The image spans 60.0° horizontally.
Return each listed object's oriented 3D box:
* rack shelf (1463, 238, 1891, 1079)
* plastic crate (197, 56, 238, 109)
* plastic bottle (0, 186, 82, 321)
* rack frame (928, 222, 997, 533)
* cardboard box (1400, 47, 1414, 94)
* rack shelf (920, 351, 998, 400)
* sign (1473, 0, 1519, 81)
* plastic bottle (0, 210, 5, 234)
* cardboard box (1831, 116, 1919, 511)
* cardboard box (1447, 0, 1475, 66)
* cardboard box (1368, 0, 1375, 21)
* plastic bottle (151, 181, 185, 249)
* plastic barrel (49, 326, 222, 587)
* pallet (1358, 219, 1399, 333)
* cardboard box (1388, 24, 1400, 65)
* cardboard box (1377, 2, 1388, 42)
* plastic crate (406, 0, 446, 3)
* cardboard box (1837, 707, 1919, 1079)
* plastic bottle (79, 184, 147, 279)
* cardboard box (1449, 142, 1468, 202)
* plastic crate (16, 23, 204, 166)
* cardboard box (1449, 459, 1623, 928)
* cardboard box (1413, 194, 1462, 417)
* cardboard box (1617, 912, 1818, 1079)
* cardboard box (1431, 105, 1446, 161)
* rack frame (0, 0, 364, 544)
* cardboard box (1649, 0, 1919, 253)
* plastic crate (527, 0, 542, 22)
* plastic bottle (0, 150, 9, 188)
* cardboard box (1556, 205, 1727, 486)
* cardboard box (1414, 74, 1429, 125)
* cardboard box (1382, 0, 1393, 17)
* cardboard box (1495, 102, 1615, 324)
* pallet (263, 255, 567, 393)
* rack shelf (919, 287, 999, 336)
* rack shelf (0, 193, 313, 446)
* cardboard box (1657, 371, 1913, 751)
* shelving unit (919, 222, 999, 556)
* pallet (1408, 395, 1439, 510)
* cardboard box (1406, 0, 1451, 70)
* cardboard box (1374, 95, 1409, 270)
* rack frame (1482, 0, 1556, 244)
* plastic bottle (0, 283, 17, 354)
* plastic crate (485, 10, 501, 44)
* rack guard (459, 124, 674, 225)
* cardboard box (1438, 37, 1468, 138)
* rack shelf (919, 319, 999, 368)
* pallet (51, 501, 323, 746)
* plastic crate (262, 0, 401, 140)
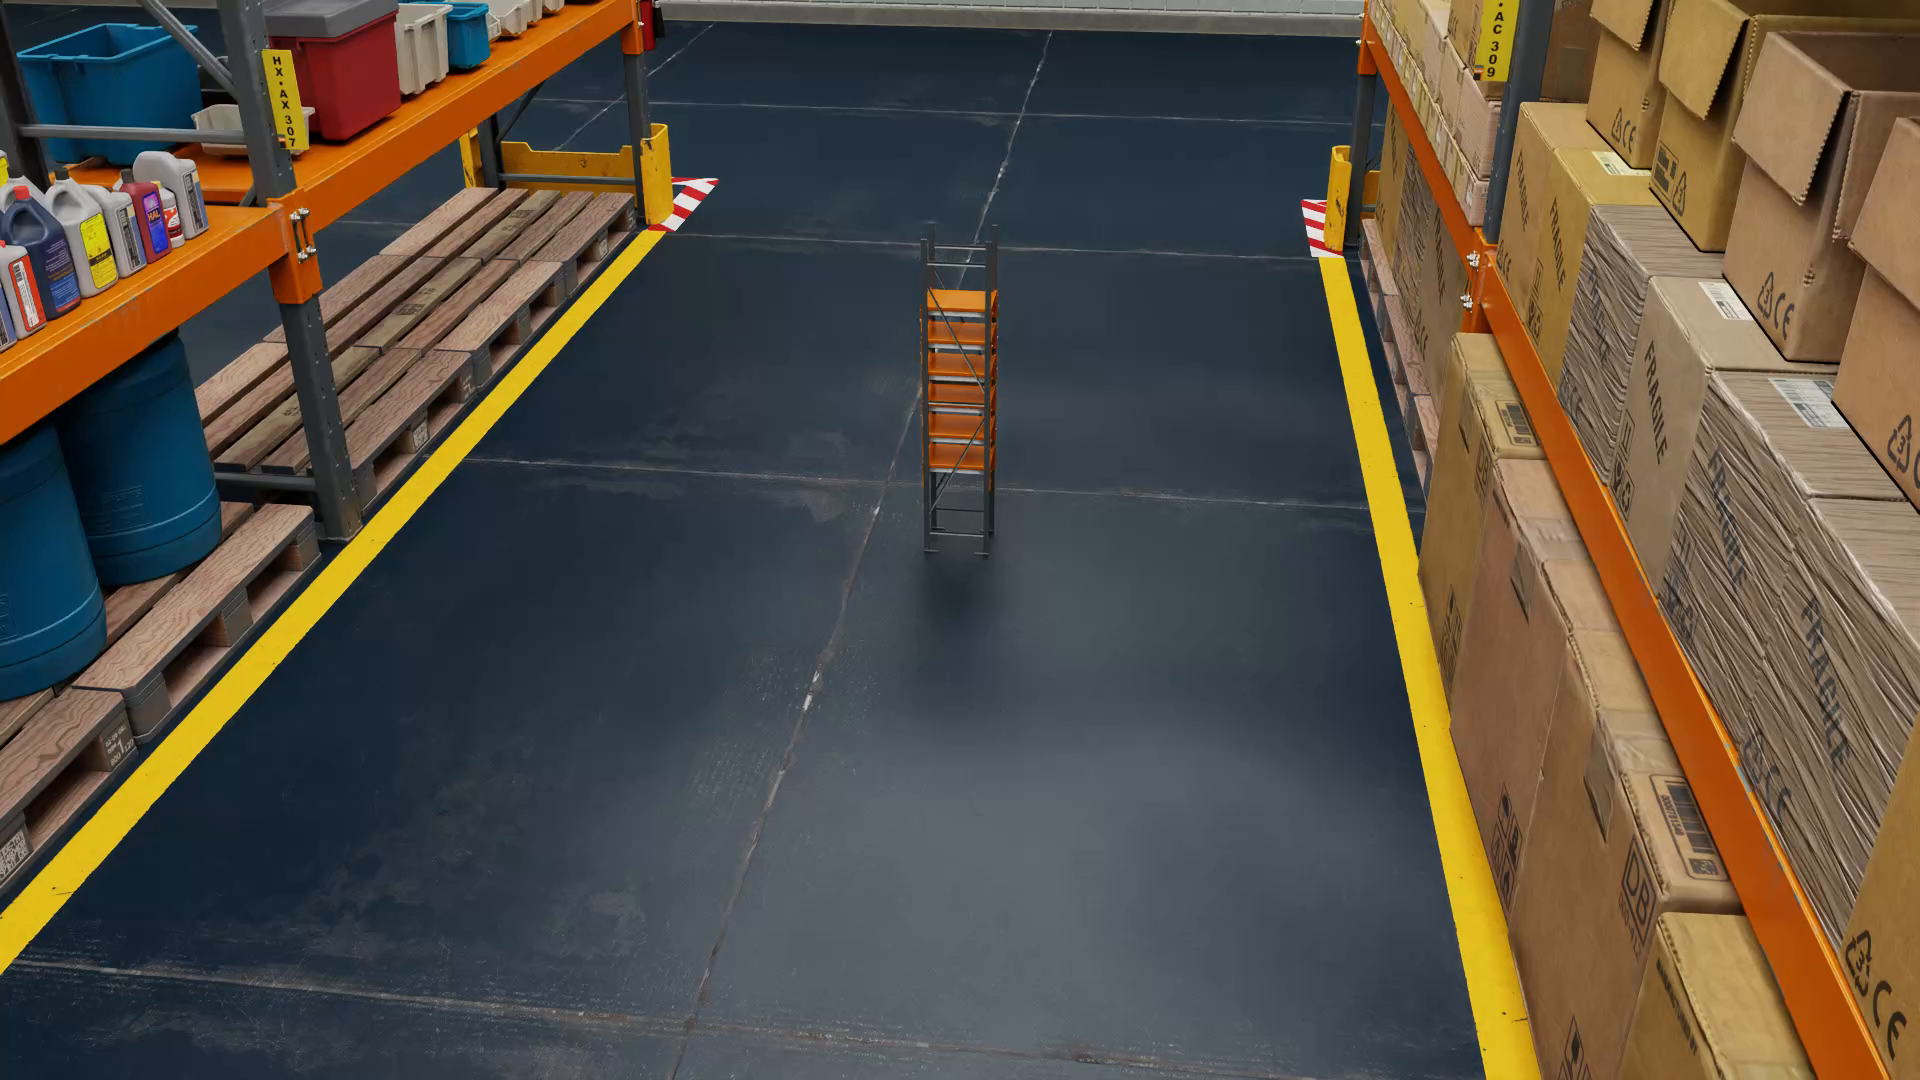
[{"bbox_3d":[1.897,0.183,3.507,1.077,0.370,4.000,3,28,6],"label":"rack shelf"},{"bbox_3d":[-2.903,-1.811,6.676,0.437,0.125,0.590,3,28,6],"label":"plastic crate"},{"bbox_3d":[-2.584,-0.803,4.630,0.144,0.351,0.185,3,28,6],"label":"plastic bottle"},{"bbox_3d":[0.009,-0.564,6.033,0.240,1.200,0.006,3,28,6],"label":"rack frame"},{"bbox_3d":[2.074,-1.976,7.020,0.380,0.149,0.250,3,28,5],"label":"cardboard box"},{"bbox_3d":[-0.002,-0.588,5.917,0.258,0.103,0.180,3,28,6],"label":"rack shelf"},{"bbox_3d":[1.591,-1.523,4.918,0.100,0.325,0.005,3,28,6],"label":"sign"},{"bbox_3d":[-2.727,-0.811,4.645,0.144,0.351,0.185,3,28,6],"label":"plastic bottle"},{"bbox_3d":[1.841,-0.328,2.533,0.797,0.503,0.637,4,29,7],"label":"cardboard box"},{"bbox_3d":[1.999,-1.938,5.739,0.500,0.500,0.500,4,29,7],"label":"cardboard box"},{"bbox_3d":[2.261,-2.700,8.364,0.380,0.149,0.250,4,29,7],"label":"cardboard box"},{"bbox_3d":[-2.488,-1.015,5.182,0.097,0.201,0.097,0,28,0],"label":"plastic bottle"},{"bbox_3d":[-2.857,-0.369,5.543,0.600,0.901,0.708,3,28,6],"label":"plastic barrel"},{"bbox_3d":[2.612,-1.350,8.533,1.003,0.211,1.213,3,28,6],"label":"pallet"},{"bbox_3d":[2.137,-2.216,7.466,0.380,0.149,0.250,3,28,5],"label":"cardboard box"},{"bbox_3d":[2.200,-2.458,7.916,0.380,0.149,0.250,3,28,5],"label":"cardboard box"},{"bbox_3d":[-2.721,-2.792,8.383,0.416,0.233,0.300,3,28,6],"label":"plastic crate"},{"bbox_3d":[1.467,0.517,2.023,0.500,0.500,0.500,4,29,8],"label":"cardboard box"},{"bbox_3d":[-2.545,-0.932,4.949,0.152,0.276,0.135,3,28,6],"label":"plastic bottle"},{"bbox_3d":[1.886,-1.249,5.670,0.380,0.149,0.250,4,29,7],"label":"cardboard box"},{"bbox_3d":[-3.055,-1.622,6.052,0.392,0.384,0.575,3,28,6],"label":"plastic crate"},{"bbox_3d":[1.975,0.398,4.146,1.225,0.875,0.875,2,28,4],"label":"cardboard box"},{"bbox_3d":[2.413,-1.055,6.842,0.875,0.875,0.875,3,28,6],"label":"cardboard box"},{"bbox_3d":[1.757,1.234,2.594,1.225,0.875,0.875,2,28,4],"label":"cardboard box"},{"bbox_3d":[1.949,-1.491,6.119,0.380,0.149,0.250,4,29,7],"label":"cardboard box"},{"bbox_3d":[-2.773,-1.363,5.618,1.000,3.000,0.127,3,28,6],"label":"rack frame"},{"bbox_3d":[1.977,-0.938,3.665,0.797,0.503,0.637,4,29,7],"label":"cardboard box"},{"bbox_3d":[-2.253,-2.627,8.177,0.396,0.136,0.243,3,28,6],"label":"plastic crate"},{"bbox_3d":[-3.143,-1.176,5.322,0.144,0.351,0.185,3,28,6],"label":"plastic bottle"},{"bbox_3d":[1.715,-0.445,3.808,0.500,0.500,0.500,3,28,5],"label":"cardboard box"},{"bbox_3d":[2.012,-1.732,6.568,0.380,0.149,0.250,3,28,5],"label":"cardboard box"},{"bbox_3d":[2.249,-2.568,7.698,0.500,0.250,0.500,3,28,6],"label":"cardboard box"},{"bbox_3d":[1.838,-0.917,4.685,0.500,0.500,0.500,3,29,6],"label":"cardboard box"},{"bbox_3d":[-2.575,-1.060,7.995,1.003,0.211,1.213,3,28,6],"label":"pallet"},{"bbox_3d":[-0.002,-0.799,5.803,0.258,0.103,0.180,3,28,6],"label":"rack shelf"},{"bbox_3d":[-3.018,-0.105,4.041,1.077,0.370,4.000,3,28,6],"label":"rack shelf"},{"bbox_3d":[1.594,0.038,2.912,0.500,0.500,0.500,2,28,5],"label":"cardboard box"},{"bbox_3d":[-0.002,-0.521,5.953,0.258,1.200,0.189,3,28,6],"label":"shelving unit"},{"bbox_3d":[2.313,-0.201,6.401,1.003,0.211,1.213,3,28,6],"label":"pallet"},{"bbox_3d":[2.125,-2.086,6.803,0.500,0.250,0.500,3,28,5],"label":"cardboard box"},{"bbox_3d":[2.633,-1.902,8.415,0.875,0.875,0.875,3,28,6],"label":"cardboard box"},{"bbox_3d":[2.142,-1.075,5.084,1.000,3.000,0.127,3,28,6],"label":"rack frame"},{"bbox_3d":[-2.624,-0.632,4.391,0.152,0.276,0.135,3,28,6],"label":"plastic bottle"},{"bbox_3d":[-2.281,-2.354,7.671,0.298,0.136,0.250,3,28,6],"label":"plastic crate"},{"bbox_3d":[-2.293,-2.158,9.728,1.175,0.500,0.348,3,28,6],"label":"rack guard"},{"bbox_3d":[1.997,-1.607,5.915,0.500,0.250,0.500,4,29,8],"label":"cardboard box"},{"bbox_3d":[-0.002,-0.694,5.860,0.258,0.103,0.180,3,28,6],"label":"rack shelf"},{"bbox_3d":[-2.909,0.225,5.610,1.003,0.211,1.213,3,28,6],"label":"pallet"},{"bbox_3d":[-2.415,-1.824,6.342,0.402,0.464,0.583,3,28,6],"label":"plastic crate"}]
